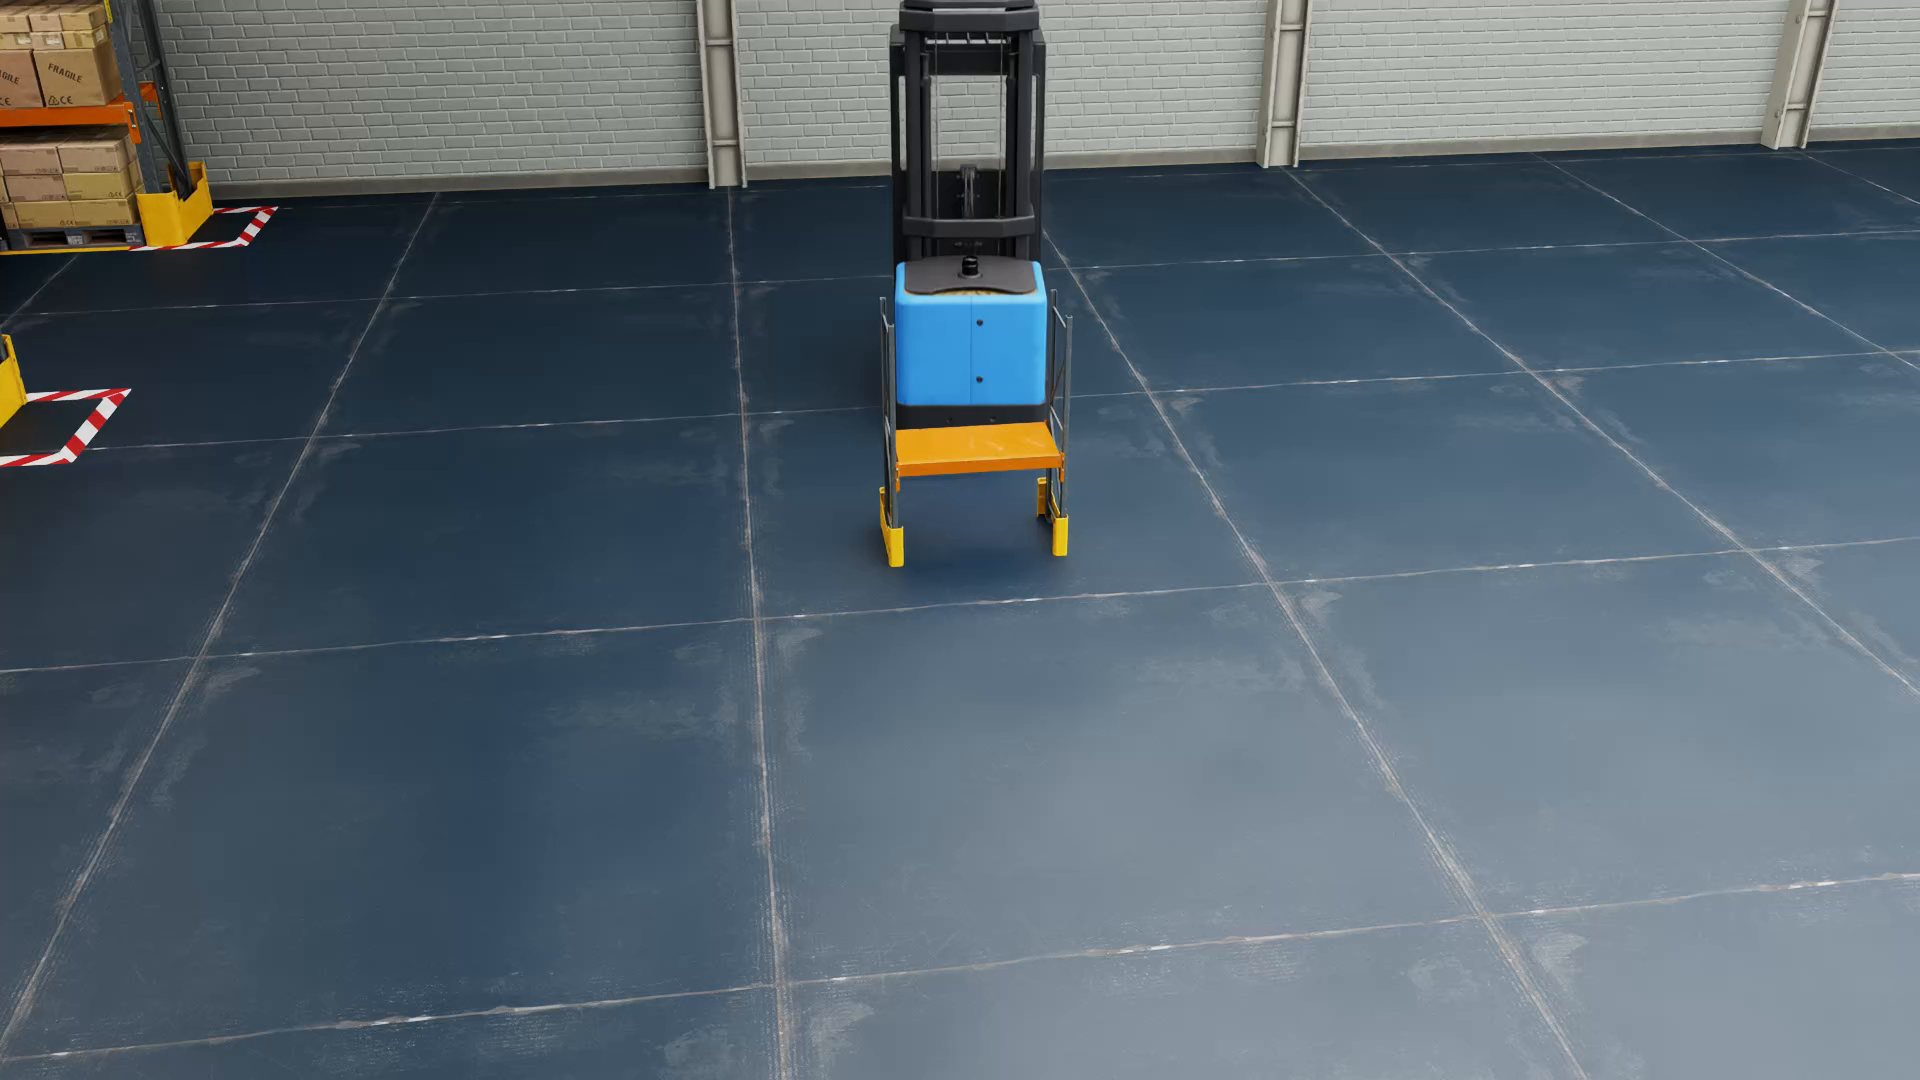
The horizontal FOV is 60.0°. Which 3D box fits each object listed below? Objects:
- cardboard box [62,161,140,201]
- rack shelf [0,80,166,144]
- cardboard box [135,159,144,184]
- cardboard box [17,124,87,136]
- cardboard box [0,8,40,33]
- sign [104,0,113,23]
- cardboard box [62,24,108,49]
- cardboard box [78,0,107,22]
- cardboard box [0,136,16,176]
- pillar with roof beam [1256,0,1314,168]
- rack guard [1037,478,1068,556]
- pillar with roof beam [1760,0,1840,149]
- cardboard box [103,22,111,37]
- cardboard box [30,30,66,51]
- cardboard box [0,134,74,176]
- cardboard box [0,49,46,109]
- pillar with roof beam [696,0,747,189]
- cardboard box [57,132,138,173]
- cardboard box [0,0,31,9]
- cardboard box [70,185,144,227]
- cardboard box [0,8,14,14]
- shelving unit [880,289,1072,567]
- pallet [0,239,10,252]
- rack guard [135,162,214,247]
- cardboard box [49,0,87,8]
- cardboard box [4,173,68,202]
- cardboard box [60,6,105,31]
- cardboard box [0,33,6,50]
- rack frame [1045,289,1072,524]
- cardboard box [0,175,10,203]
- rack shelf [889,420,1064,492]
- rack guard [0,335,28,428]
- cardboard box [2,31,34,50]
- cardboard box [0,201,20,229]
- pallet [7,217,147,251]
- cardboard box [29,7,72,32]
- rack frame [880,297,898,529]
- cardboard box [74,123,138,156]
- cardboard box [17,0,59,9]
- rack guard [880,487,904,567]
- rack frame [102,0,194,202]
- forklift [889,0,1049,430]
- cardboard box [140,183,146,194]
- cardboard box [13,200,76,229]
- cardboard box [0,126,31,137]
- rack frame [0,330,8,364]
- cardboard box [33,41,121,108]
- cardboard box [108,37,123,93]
[{"bbox_3d":[-8.018,-3.368,15.533,0.500,0.250,0.500,-4,27,-8],"label":"cardboard box"},{"bbox_3d":[-9.560,-3.907,15.367,4.000,0.370,1.077,-4,27,-7],"label":"rack shelf"},{"bbox_3d":[-8.074,-3.605,15.993,0.500,0.250,0.500,-3,27,-6],"label":"cardboard box"},{"bbox_3d":[-8.576,-3.785,15.797,0.500,0.250,0.500,-4,27,-7],"label":"cardboard box"},{"bbox_3d":[-8.400,-4.643,14.868,0.250,0.149,0.380,-3,27,-6],"label":"cardboard box"},{"bbox_3d":[-7.518,-4.729,14.653,0.005,0.325,0.100,-4,27,-7],"label":"sign"},{"bbox_3d":[-7.884,-4.539,14.990,0.250,0.149,0.380,-3,27,-6],"label":"cardboard box"},{"bbox_3d":[-7.942,-4.895,15.359,0.250,0.149,0.380,-4,27,-8],"label":"cardboard box"},{"bbox_3d":[-8.995,-3.521,15.283,0.500,0.250,0.500,-3,27,-6],"label":"cardboard box"},{"bbox_3d":[4.088,-6.204,12.484,0.400,9.000,9.100,-4,27,-7],"label":"pillar with roof beam"},{"bbox_3d":[0.569,-0.148,10.264,0.087,0.250,0.587,-4,27,-7],"label":"rack guard"},{"bbox_3d":[10.029,-6.586,13.228,0.400,9.000,9.100,-4,27,-7],"label":"pillar with roof beam"},{"bbox_3d":[-7.952,-4.783,15.467,0.250,0.149,0.380,-4,27,-8],"label":"cardboard box"},{"bbox_3d":[-8.133,-4.509,14.932,0.250,0.149,0.380,-3,27,-6],"label":"cardboard box"},{"bbox_3d":[-8.497,-3.558,15.354,0.500,0.250,0.500,-3,27,-6],"label":"cardboard box"},{"bbox_3d":[-8.546,-4.220,15.080,0.500,0.500,0.500,-3,27,-5],"label":"cardboard box"},{"bbox_3d":[-1.854,-5.822,11.740,0.400,9.000,9.100,-4,27,-7],"label":"pillar with roof beam"},{"bbox_3d":[-7.992,-3.593,15.423,0.500,0.250,0.500,-3,27,-5],"label":"cardboard box"},{"bbox_3d":[-8.713,-4.862,15.293,0.250,0.149,0.380,-4,27,-7],"label":"cardboard box"},{"bbox_3d":[-8.001,-3.145,15.646,0.500,0.250,0.500,-3,27,-7],"label":"cardboard box"},{"bbox_3d":[-8.657,-4.661,14.903,0.250,0.149,0.380,-4,27,-7],"label":"cardboard box"},{"bbox_3d":[0.075,-0.672,9.917,1.083,1.500,0.587,-4,27,-7],"label":"shelving unit"},{"bbox_3d":[-9.537,-2.970,15.808,1.213,0.211,1.003,-4,27,-7],"label":"pallet"},{"bbox_3d":[-7.556,-3.244,16.025,0.348,0.500,1.175,-4,27,-7],"label":"rack guard"},{"bbox_3d":[-8.214,-4.907,15.381,0.250,0.149,0.380,-3,27,-5],"label":"cardboard box"},{"bbox_3d":[-8.516,-3.341,15.480,0.500,0.250,0.500,-4,27,-8],"label":"cardboard box"},{"bbox_3d":[-7.905,-4.702,14.982,0.250,0.149,0.380,-4,27,-7],"label":"cardboard box"},{"bbox_3d":[-8.645,-4.510,14.934,0.250,0.149,0.380,-4,27,-7],"label":"cardboard box"},{"bbox_3d":[0.588,-0.705,9.981,0.032,1.500,0.500,-4,27,-7],"label":"rack frame"},{"bbox_3d":[-9.025,-3.299,15.398,0.500,0.250,0.500,-4,27,-8],"label":"cardboard box"},{"bbox_3d":[0.084,-0.513,10.000,1.000,0.185,0.538,-4,27,-7],"label":"rack shelf"},{"bbox_3d":[-6.960,-0.994,11.640,0.348,0.500,1.175,-4,27,-7],"label":"rack guard"},{"bbox_3d":[-8.398,-4.521,14.954,0.250,0.149,0.380,-3,27,-6],"label":"cardboard box"},{"bbox_3d":[-8.991,-3.090,15.539,0.500,0.250,0.500,-3,27,-7],"label":"cardboard box"},{"bbox_3d":[-8.331,-3.046,15.956,1.213,0.211,1.003,-4,27,-7],"label":"pallet"},{"bbox_3d":[-8.145,-4.672,14.924,0.250,0.149,0.380,-4,27,-7],"label":"cardboard box"},{"bbox_3d":[-0.419,-0.640,9.855,0.032,1.500,0.500,-4,27,-7],"label":"rack frame"},{"bbox_3d":[-8.082,-3.818,15.862,0.500,0.250,0.500,-4,27,-8],"label":"cardboard box"},{"bbox_3d":[-8.465,-4.871,15.311,0.250,0.149,0.380,-3,27,-6],"label":"cardboard box"},{"bbox_3d":[-0.418,-0.084,10.141,0.087,0.250,0.587,-4,27,-7],"label":"rack guard"},{"bbox_3d":[-7.580,-4.355,15.451,0.127,3.000,1.000,-4,27,-7],"label":"rack frame"},{"bbox_3d":[0.048,-2.638,12.180,1.130,2.935,3.031,-1,27,-1],"label":"forklift"},{"bbox_3d":[-8.093,-3.375,16.094,0.500,0.250,0.500,-4,27,-7],"label":"cardboard box"},{"bbox_3d":[-8.495,-3.118,15.593,0.500,0.250,0.500,-4,27,-7],"label":"cardboard box"},{"bbox_3d":[-9.073,-3.758,15.744,0.500,0.250,0.500,-4,27,-7],"label":"cardboard box"},{"bbox_3d":[-6.885,-2.111,11.078,0.127,3.000,1.000,-4,27,-7],"label":"rack frame"},{"bbox_3d":[-8.030,-4.249,15.136,0.500,0.500,0.500,-4,27,-8],"label":"cardboard box"},{"bbox_3d":[-8.109,-4.493,15.612,0.500,0.500,0.500,-3,27,-5],"label":"cardboard box"}]
